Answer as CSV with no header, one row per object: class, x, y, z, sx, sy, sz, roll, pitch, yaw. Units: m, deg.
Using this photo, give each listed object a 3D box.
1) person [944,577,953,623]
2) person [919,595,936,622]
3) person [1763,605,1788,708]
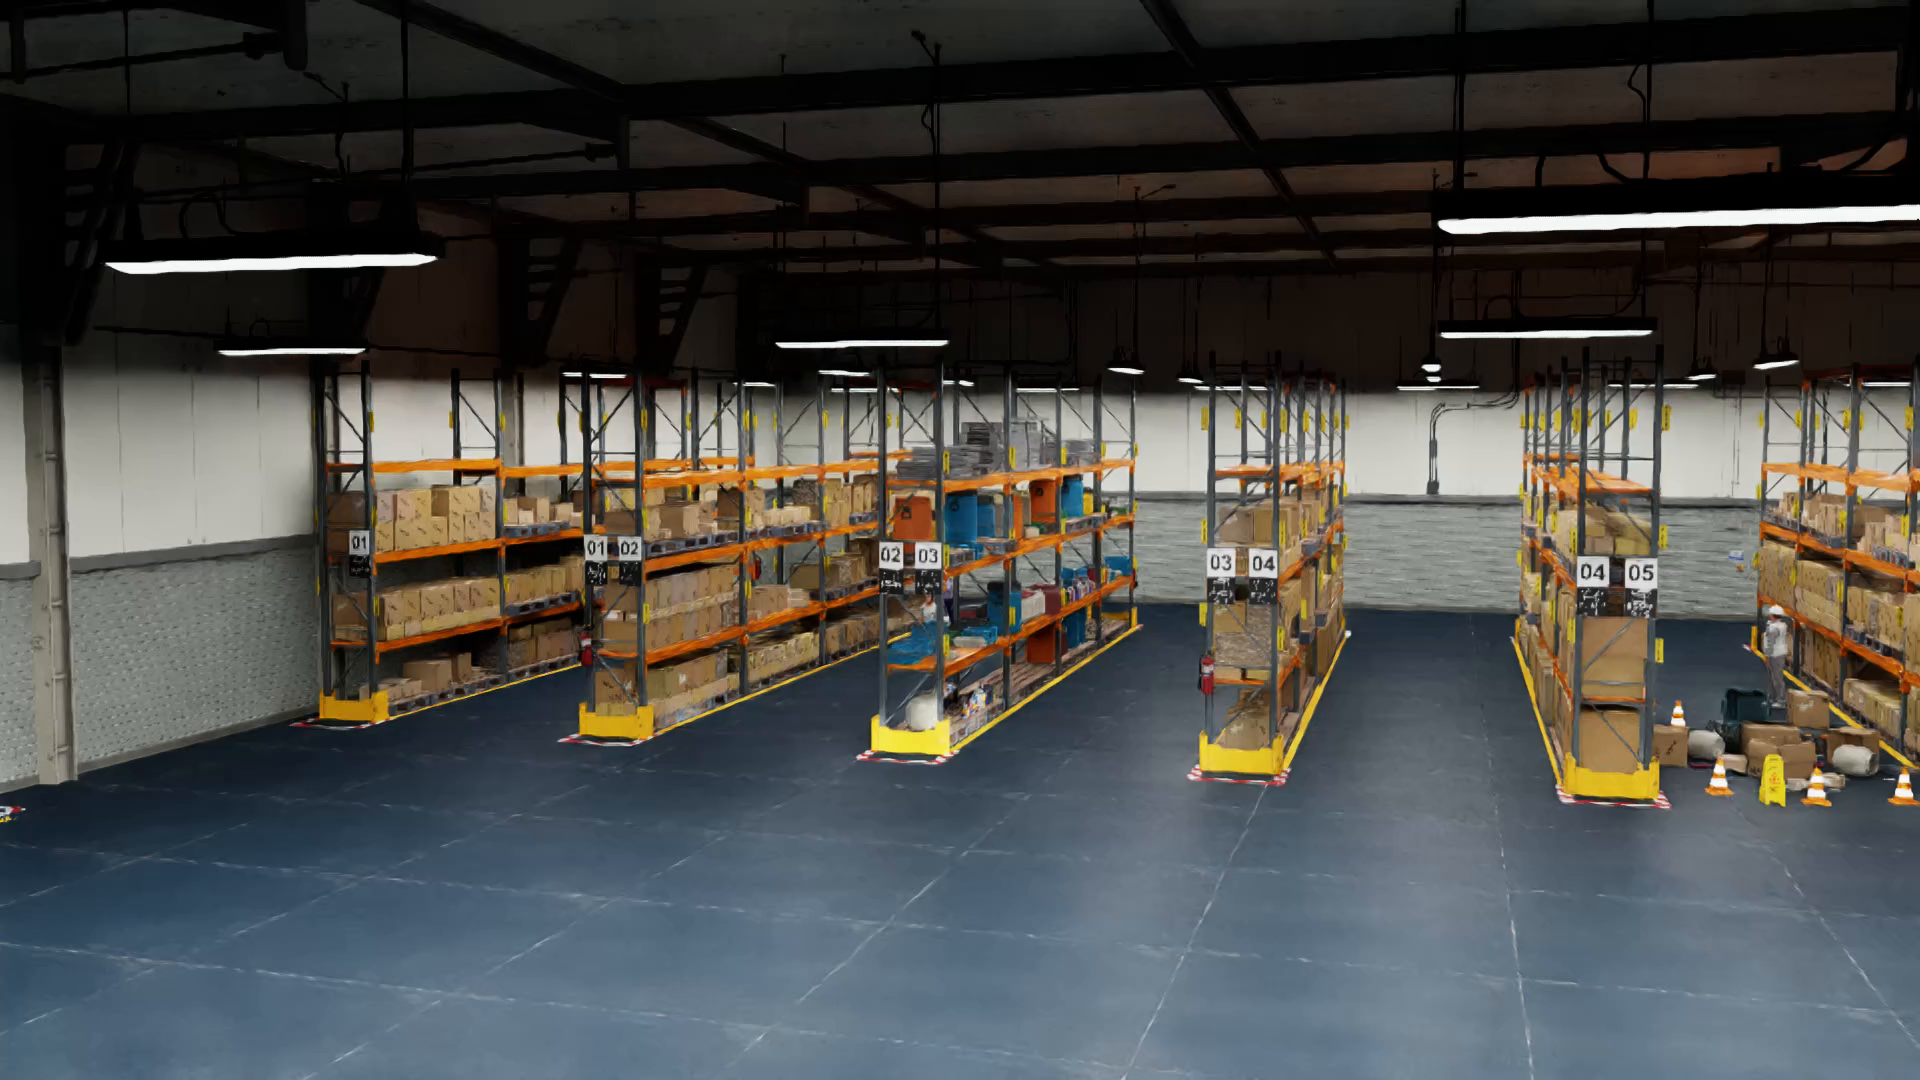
person,-0.313,1.451,38.662,0.478,1.554,1.074,1,4,14
person,-0.616,1.797,33.523,0.445,1.590,1.110,1,4,18
person,14.259,2.023,29.153,0.581,1.768,0.641,3,5,39
